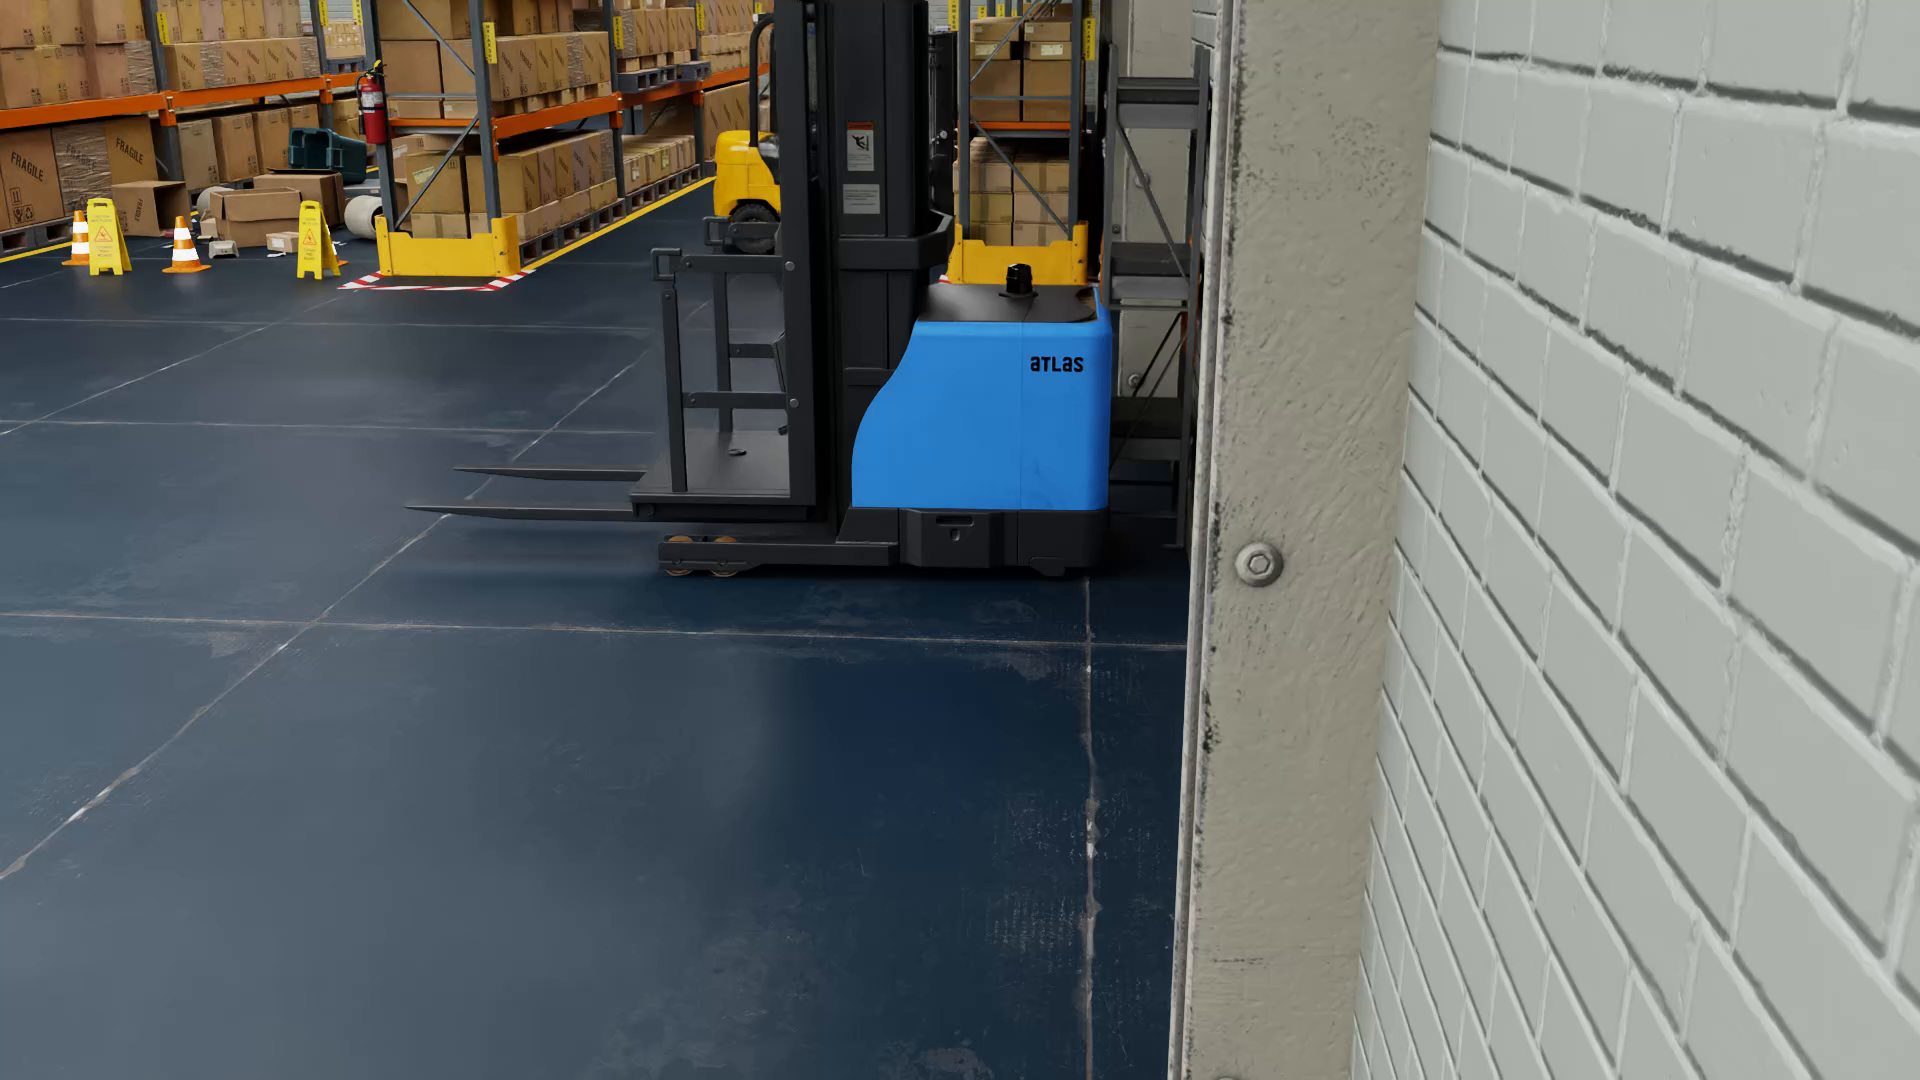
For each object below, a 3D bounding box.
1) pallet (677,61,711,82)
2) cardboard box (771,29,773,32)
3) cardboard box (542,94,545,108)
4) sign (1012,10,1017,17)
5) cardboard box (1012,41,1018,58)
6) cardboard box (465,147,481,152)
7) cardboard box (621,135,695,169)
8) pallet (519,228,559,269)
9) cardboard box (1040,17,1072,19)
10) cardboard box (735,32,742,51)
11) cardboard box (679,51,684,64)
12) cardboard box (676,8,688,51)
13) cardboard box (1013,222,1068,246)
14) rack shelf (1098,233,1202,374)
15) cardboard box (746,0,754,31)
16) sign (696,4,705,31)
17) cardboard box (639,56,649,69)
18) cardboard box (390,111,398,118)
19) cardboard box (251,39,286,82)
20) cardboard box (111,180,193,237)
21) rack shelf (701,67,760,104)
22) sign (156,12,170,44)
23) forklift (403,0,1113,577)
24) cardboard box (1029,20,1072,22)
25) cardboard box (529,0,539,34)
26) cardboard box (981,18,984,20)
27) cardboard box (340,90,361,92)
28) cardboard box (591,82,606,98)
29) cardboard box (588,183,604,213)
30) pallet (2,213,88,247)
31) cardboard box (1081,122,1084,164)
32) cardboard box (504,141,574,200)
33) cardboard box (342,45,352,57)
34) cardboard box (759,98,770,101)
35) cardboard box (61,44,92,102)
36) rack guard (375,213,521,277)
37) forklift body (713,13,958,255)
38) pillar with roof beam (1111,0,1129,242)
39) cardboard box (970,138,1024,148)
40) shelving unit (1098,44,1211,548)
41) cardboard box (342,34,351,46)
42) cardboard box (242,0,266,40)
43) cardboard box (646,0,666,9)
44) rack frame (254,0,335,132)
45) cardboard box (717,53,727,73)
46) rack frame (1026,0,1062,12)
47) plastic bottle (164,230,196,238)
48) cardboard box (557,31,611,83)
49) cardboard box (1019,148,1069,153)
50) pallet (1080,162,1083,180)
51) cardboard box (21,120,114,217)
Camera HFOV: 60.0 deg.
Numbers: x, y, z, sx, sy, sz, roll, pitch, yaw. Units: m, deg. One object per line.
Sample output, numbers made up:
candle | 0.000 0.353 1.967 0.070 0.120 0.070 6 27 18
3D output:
pallet | -3.830 -5.909 20.946 1.213 0.211 1.003 1 18 4
cardboard box | -3.222 -7.964 26.750 0.500 0.500 0.500 1 18 4
cardboard box | -4.116 -4.122 15.589 0.380 0.149 0.250 2 18 6
sign | 0.811 -7.777 24.951 0.100 0.325 0.005 1 18 4
cardboard box | 0.306 -4.258 14.399 0.380 0.149 0.250 2 18 5
cardboard box | -4.628 -3.405 15.535 0.500 0.500 0.500 2 18 6
cardboard box | -3.936 -4.999 21.408 0.950 0.372 0.625 0 18 0
pallet | -4.360 -2.689 15.290 1.003 0.211 1.213 1 18 4
cardboard box | 0.998 -5.186 16.752 0.380 0.149 0.250 1 18 2
cardboard box | -3.447 -7.173 23.936 0.500 0.250 0.500 2 18 5
cardboard box | -3.621 -5.955 20.507 0.380 0.149 0.250 0 18 1
cardboard box | -3.667 -6.304 20.531 0.500 0.500 0.500 1 18 3
cardboard box | 0.722 -2.670 14.497 0.500 0.250 0.500 1 18 4
rack shelf | 0.811 -1.034 7.221 0.431 0.518 0.480 2 19 4
cardboard box | -3.380 -7.844 24.779 0.500 0.500 0.500 2 18 6
sign | -3.344 -6.727 21.403 0.100 0.325 0.005 1 18 4
cardboard box | -3.787 -5.472 19.035 0.380 0.149 0.250 2 18 5
cardboard box | -8.423 -6.003 24.265 0.500 0.500 0.500 1 18 3
cardboard box | -8.668 -5.894 20.433 0.500 0.500 0.500 1 18 3
cardboard box | -8.205 -3.369 16.897 0.500 0.500 0.500 4 19 13
rack shelf | -3.742 -6.503 23.607 1.077 0.370 4.000 1 18 4
sign | -8.563 -5.498 17.866 0.100 0.325 0.005 1 18 4
forklift | -0.864 -1.400 6.989 3.031 2.935 1.130 1 18 3
cardboard box | 0.813 -4.548 14.805 0.380 0.149 0.250 2 18 6
cardboard box | -4.542 -5.200 16.231 0.700 0.500 0.500 1 18 3
cardboard box | 0.401 -5.036 16.295 0.380 0.149 0.250 2 18 5
cardboard box | -8.896 -6.524 24.652 0.500 0.250 0.500 2 18 5
cardboard box | -3.902 -4.678 17.285 0.380 0.149 0.250 2 18 5
cardboard box | -3.975 -3.519 17.087 0.500 0.250 0.500 1 18 2
pallet | -9.334 -3.121 16.609 1.003 0.211 1.213 1 18 4
cardboard box | 1.375 -5.250 21.969 0.500 0.500 0.500 2 18 6
cardboard box | -4.047 -3.558 16.002 0.500 0.500 0.500 2 18 5
cardboard box | -8.558 -6.684 22.735 0.380 0.149 0.250 2 18 7
cardboard box | -3.317 -7.199 28.015 0.875 0.438 0.875 2 18 5
cardboard box | -9.304 -4.680 16.649 0.875 0.550 0.550 1 18 4
rack guard | -4.454 -2.575 14.478 1.175 0.500 0.348 1 18 4
forklift body | -1.192 -3.856 15.736 2.313 2.155 1.214 1 18 4
pillar with roof beam | -2.853 -6.772 13.640 9.100 9.000 0.400 1 18 4
cardboard box | 0.360 -3.783 16.287 0.500 0.250 0.500 2 18 6
shelving unit | 0.811 -1.047 7.217 0.431 2.100 0.503 2 19 4
cardboard box | -8.562 -6.837 22.723 0.380 0.149 0.250 1 18 2
cardboard box | -8.942 -6.370 20.279 0.700 0.500 0.500 1 18 3
cardboard box | -3.721 -6.406 19.801 0.380 0.149 0.250 0 18 1
rack frame | -8.830 -6.303 21.841 1.000 3.000 0.127 1 18 4
cardboard box | -3.537 -6.621 23.054 0.500 0.250 0.500 2 18 6
rack frame | 1.639 -8.599 28.847 1.000 3.000 0.127 1 18 4
plastic bottle | -7.826 -3.073 16.703 0.283 0.061 0.133 -5 19 -15
cardboard box | -3.956 -5.027 17.308 0.500 0.500 0.500 1 18 3
cardboard box | 0.794 -3.453 15.279 0.500 0.250 0.500 1 18 4
pallet | 1.157 -5.020 22.404 1.003 0.211 1.213 1 18 4
cardboard box | -9.293 -3.776 16.869 0.875 0.875 0.875 1 18 4
